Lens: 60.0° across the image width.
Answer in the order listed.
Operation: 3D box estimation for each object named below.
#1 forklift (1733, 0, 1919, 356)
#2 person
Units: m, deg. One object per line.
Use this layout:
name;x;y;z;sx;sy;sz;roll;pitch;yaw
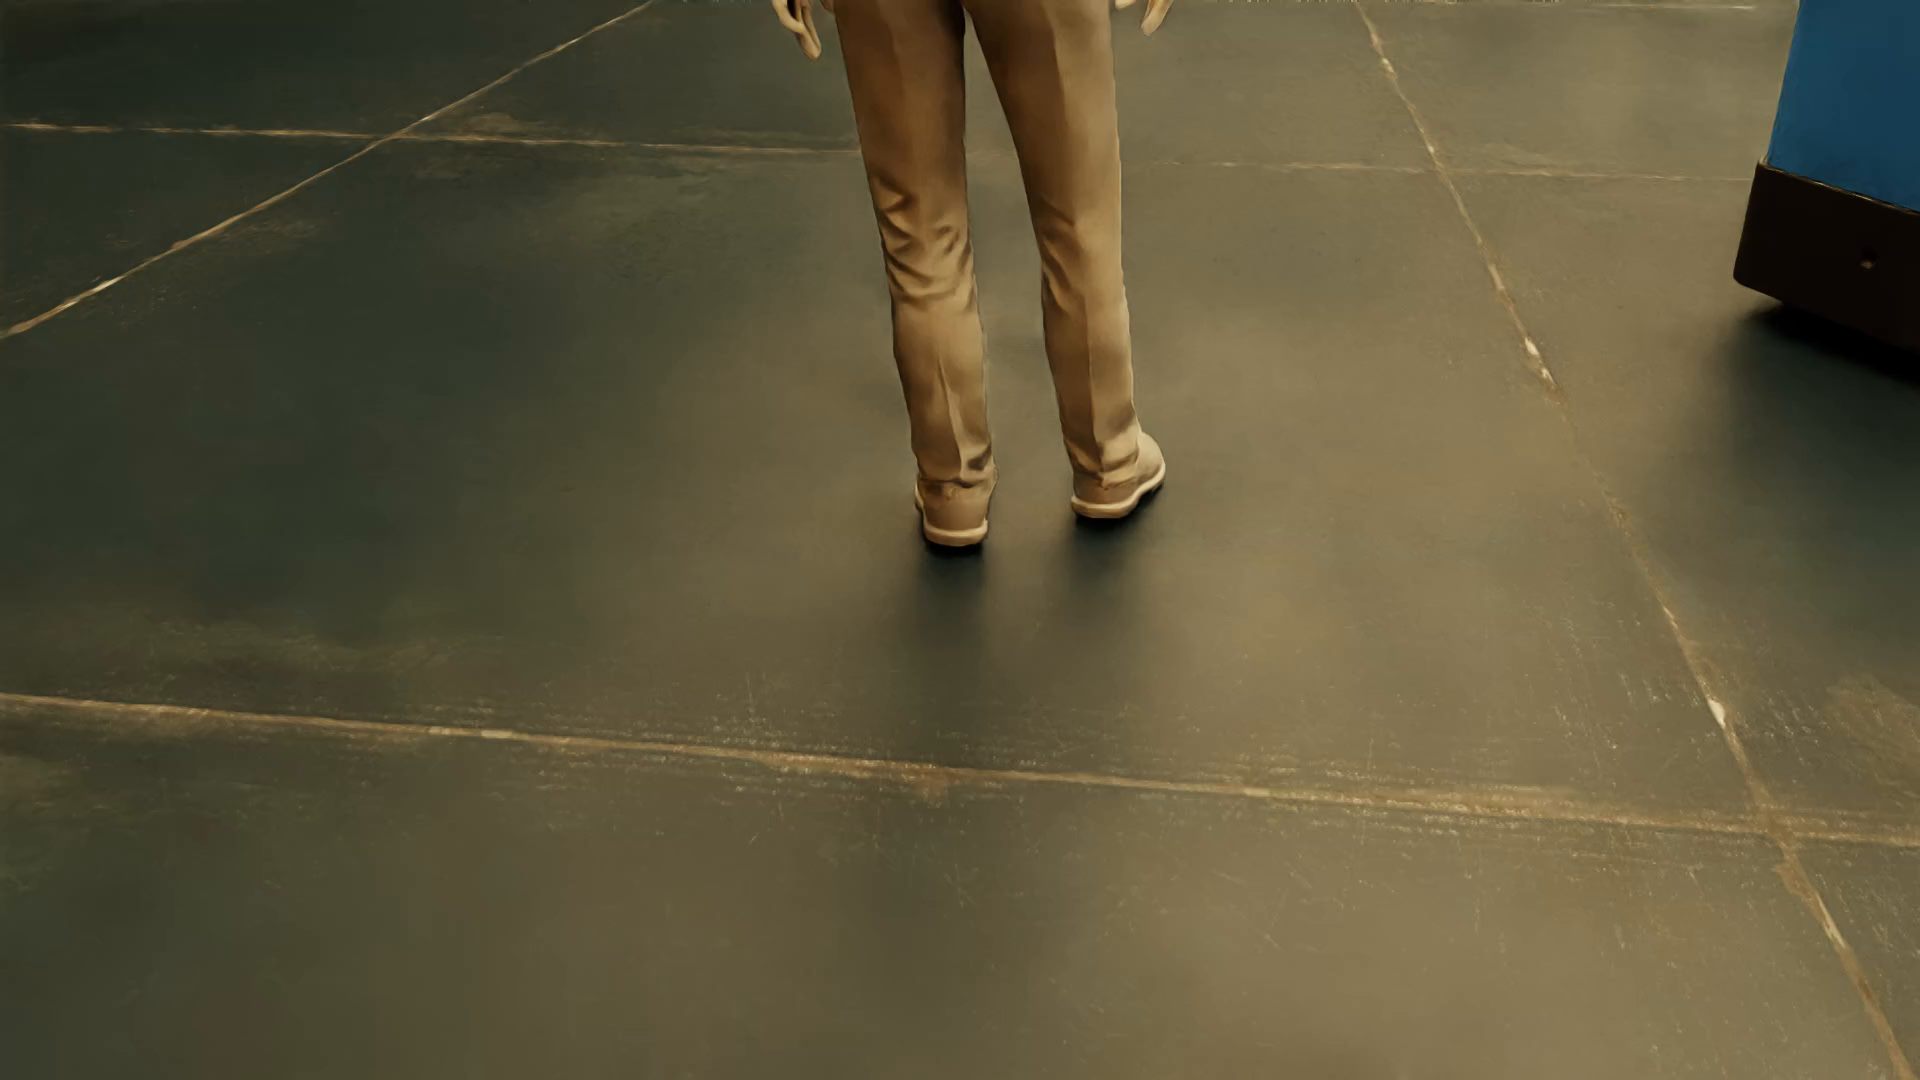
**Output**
forklift;3.160;-1.805;2.836;3.031;2.935;1.130;-9;28;-17
person;0.016;-0.795;2.177;0.586;1.695;0.532;3;27;7
